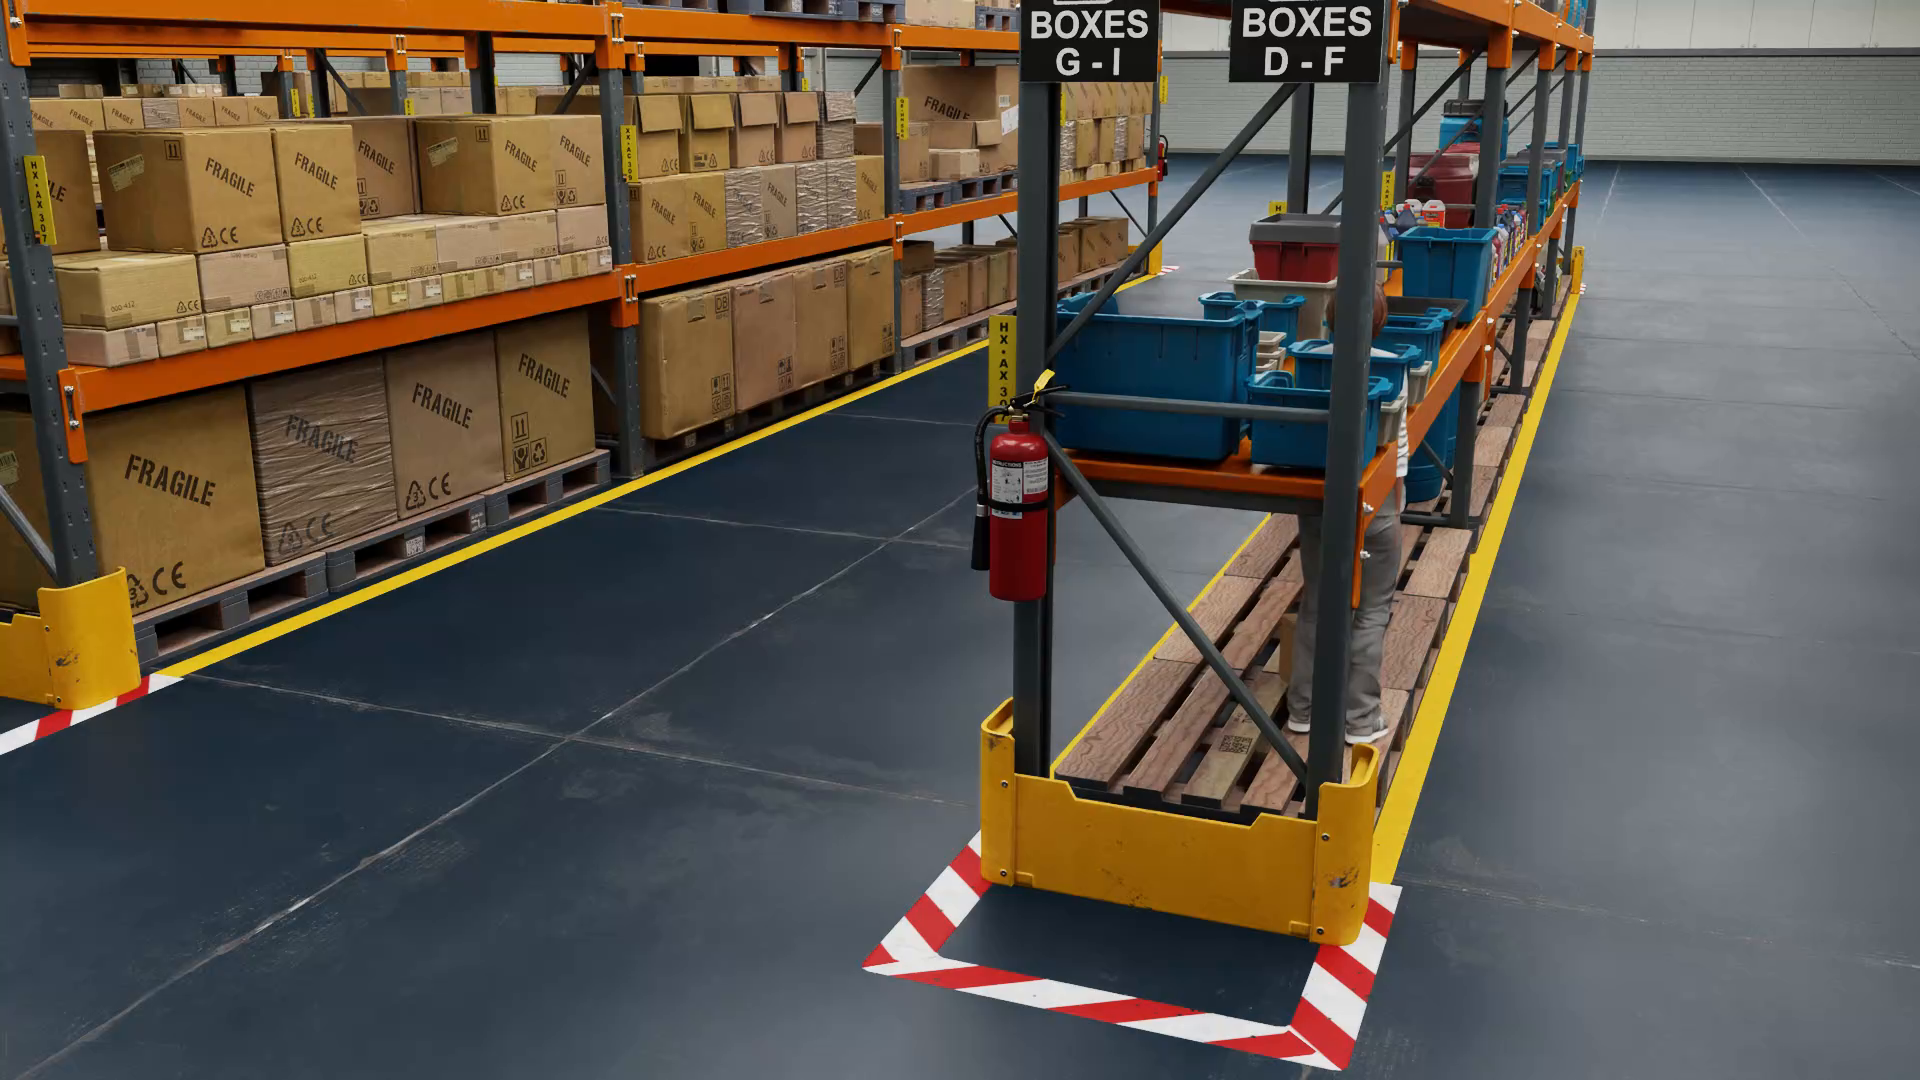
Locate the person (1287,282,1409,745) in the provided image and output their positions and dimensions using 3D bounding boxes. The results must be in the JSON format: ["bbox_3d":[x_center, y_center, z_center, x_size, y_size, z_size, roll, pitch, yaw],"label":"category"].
[{"bbox_3d":[1.310,-0.098,5.630,0.408,1.598,0.307,11,19,34],"label":"person"}]
